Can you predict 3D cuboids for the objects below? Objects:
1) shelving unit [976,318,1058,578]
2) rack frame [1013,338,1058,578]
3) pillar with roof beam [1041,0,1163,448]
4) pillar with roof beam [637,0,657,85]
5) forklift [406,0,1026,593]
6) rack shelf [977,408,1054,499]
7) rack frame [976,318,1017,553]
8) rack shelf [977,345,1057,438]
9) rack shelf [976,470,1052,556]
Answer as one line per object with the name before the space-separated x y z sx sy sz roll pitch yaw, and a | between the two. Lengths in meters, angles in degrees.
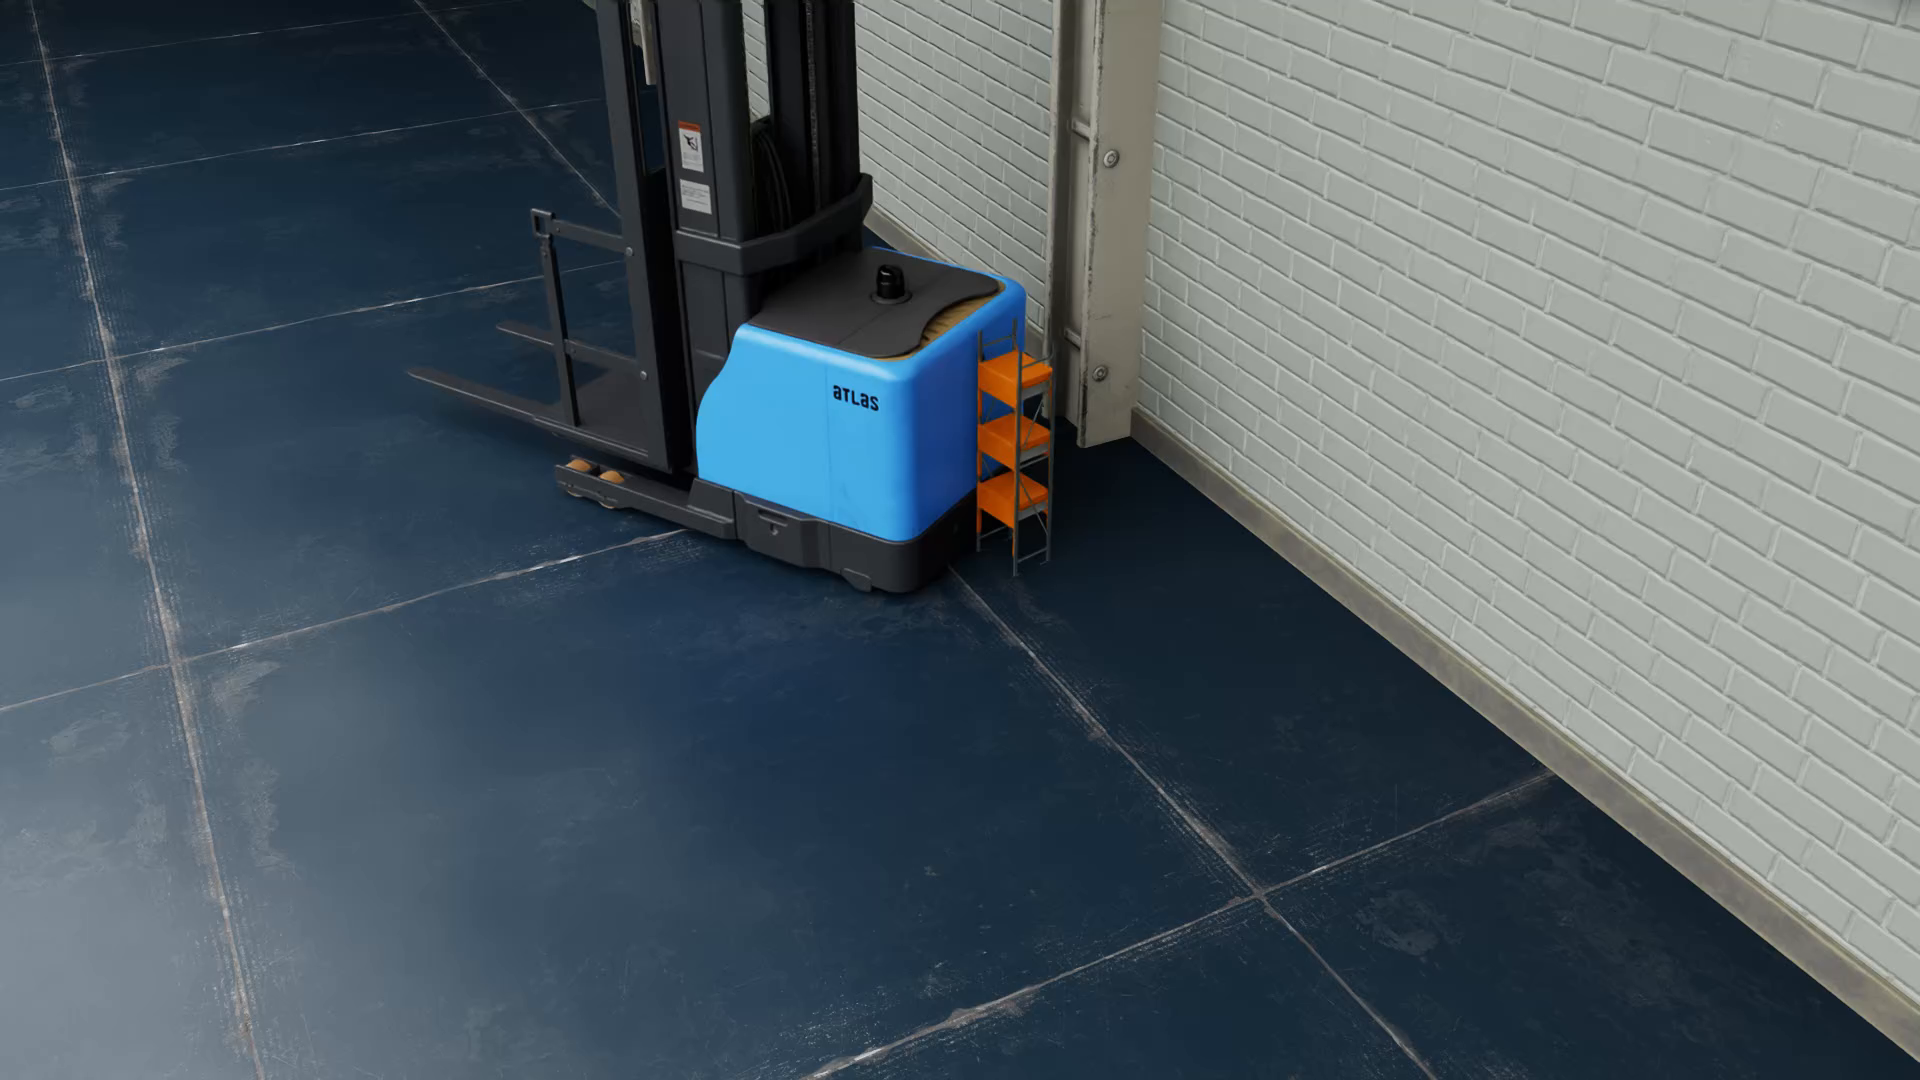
shelving unit | 0.227 -0.369 6.853 0.215 1.050 0.252 -24 39 -32
rack frame | 0.304 -0.318 6.773 0.200 1.050 0.008 -24 39 -32
pillar with roof beam | -3.183 -3.275 4.021 9.100 9.000 0.400 -16 36 -23
pillar with roof beam | -5.981 -6.139 8.490 9.100 9.000 0.400 -16 36 -23
forklift | -1.237 -1.600 7.031 3.031 2.935 1.130 18 37 26
rack shelf | 0.227 -0.360 6.858 0.215 0.259 0.240 -24 39 -32
rack frame | 0.151 -0.420 6.933 0.200 1.050 0.008 -24 39 -32
rack shelf | 0.227 -0.599 6.705 0.215 0.259 0.240 -24 39 -32
rack shelf | 0.227 -0.126 7.008 0.215 0.259 0.240 -24 39 -32
